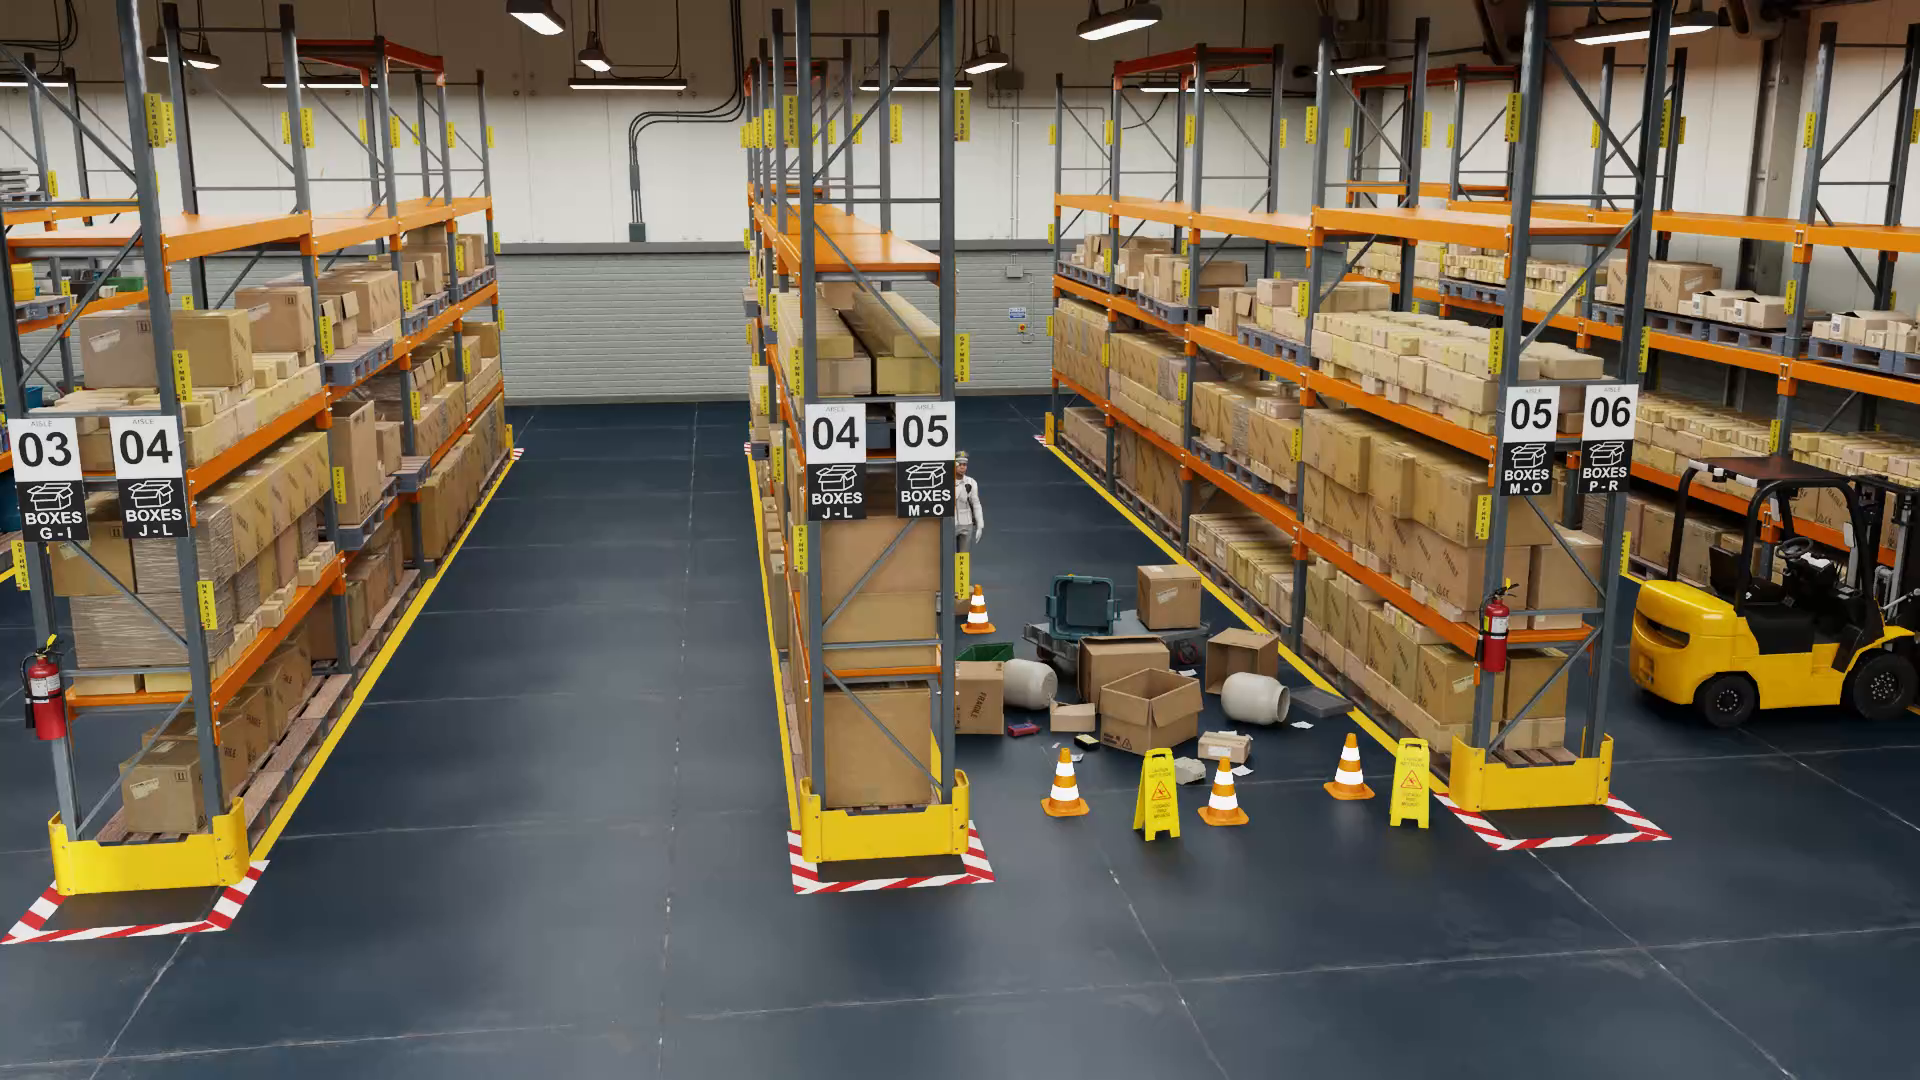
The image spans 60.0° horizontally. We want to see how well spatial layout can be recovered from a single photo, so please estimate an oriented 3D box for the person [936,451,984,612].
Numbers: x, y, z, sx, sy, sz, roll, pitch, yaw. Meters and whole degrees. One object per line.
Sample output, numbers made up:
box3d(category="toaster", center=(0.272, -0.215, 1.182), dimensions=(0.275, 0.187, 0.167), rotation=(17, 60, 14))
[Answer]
box3d(category="person", center=(-0.028, -0.109, 17.838), dimensions=(0.588, 1.697, 0.533), rotation=(-2, 13, -8))
